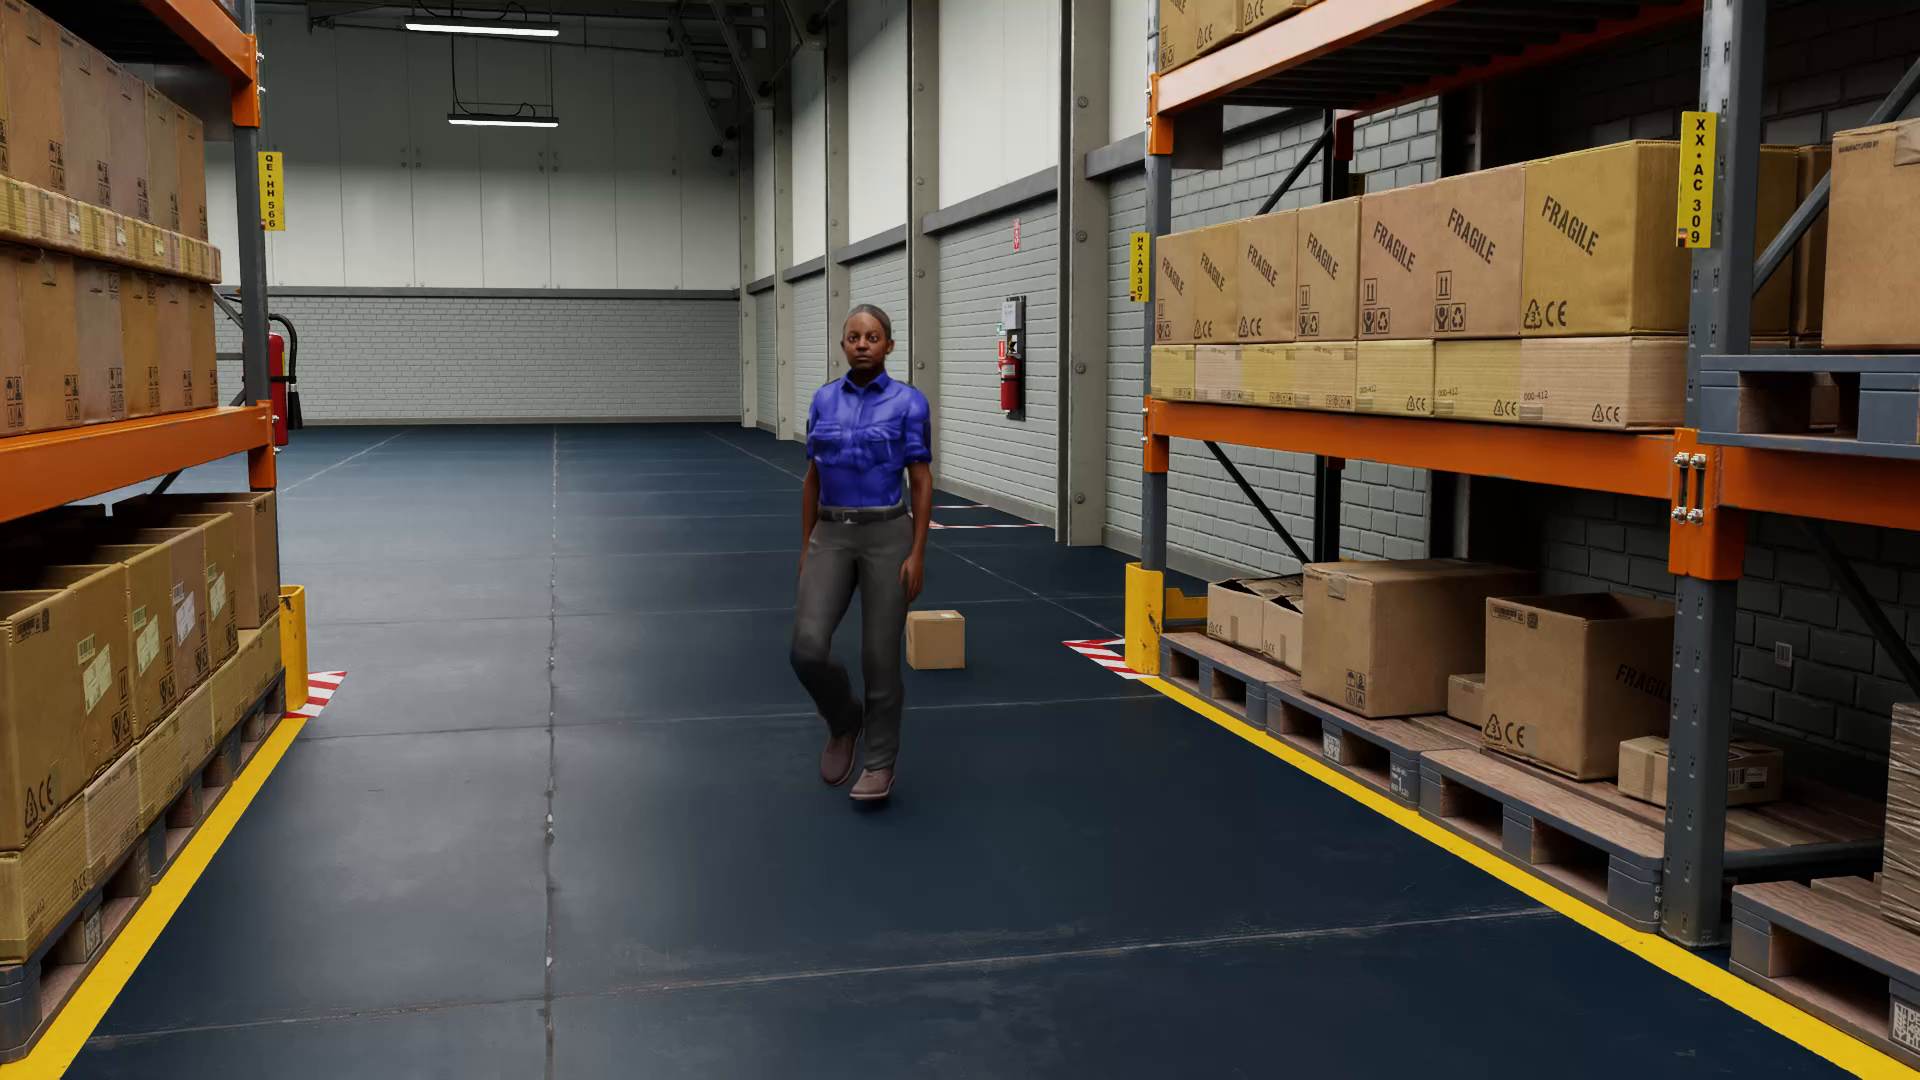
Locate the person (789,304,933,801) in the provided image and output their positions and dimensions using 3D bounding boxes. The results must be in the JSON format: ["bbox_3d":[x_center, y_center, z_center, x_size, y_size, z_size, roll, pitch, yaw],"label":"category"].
[{"bbox_3d":[-0.329,0.043,5.568,0.473,1.654,0.444,1,6,11],"label":"person"}]
